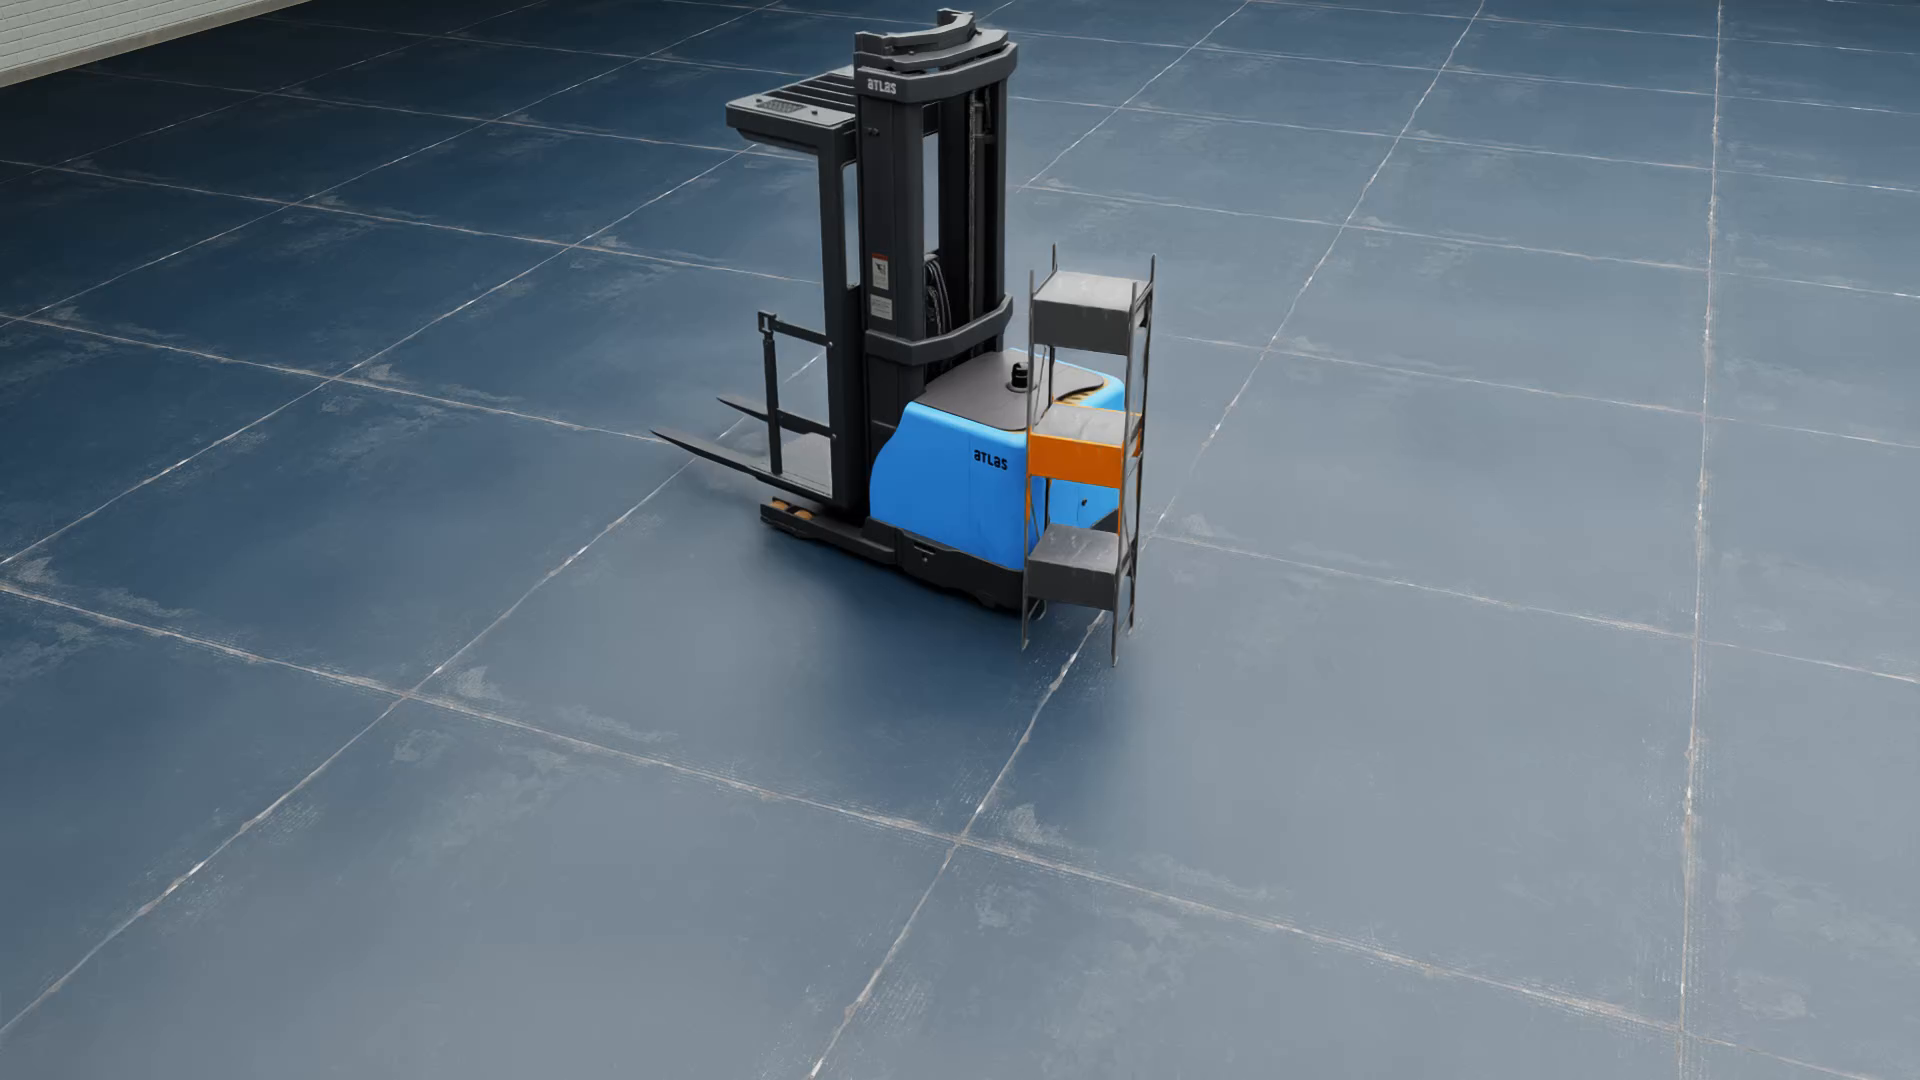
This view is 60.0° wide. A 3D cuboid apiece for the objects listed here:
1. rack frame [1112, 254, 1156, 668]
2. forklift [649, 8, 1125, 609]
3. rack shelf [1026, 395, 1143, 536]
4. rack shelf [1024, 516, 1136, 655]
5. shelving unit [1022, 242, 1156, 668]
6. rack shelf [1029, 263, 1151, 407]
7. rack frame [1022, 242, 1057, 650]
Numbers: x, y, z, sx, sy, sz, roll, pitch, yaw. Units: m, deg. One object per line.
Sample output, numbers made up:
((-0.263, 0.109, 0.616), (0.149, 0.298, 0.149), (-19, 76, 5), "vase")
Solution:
((0.857, -0.349, 8.234), (0.015, 2.100, 0.400), (10, 31, 17), "rack frame")
((-0.562, -1.471, 9.374), (3.031, 2.935, 1.130), (20, 35, 31), "forklift")
((0.627, -0.377, 8.311), (0.480, 0.518, 0.431), (10, 31, 17), "rack shelf")
((0.627, 0.232, 8.656), (0.480, 0.518, 0.431), (10, 31, 17), "rack shelf")
((0.627, -0.389, 8.305), (0.503, 2.100, 0.431), (10, 31, 17), "shelving unit")
((0.627, -0.987, 7.967), (0.480, 0.518, 0.431), (10, 31, 17), "rack shelf")
((0.396, -0.429, 8.375), (0.015, 2.100, 0.400), (10, 31, 17), "rack frame")
